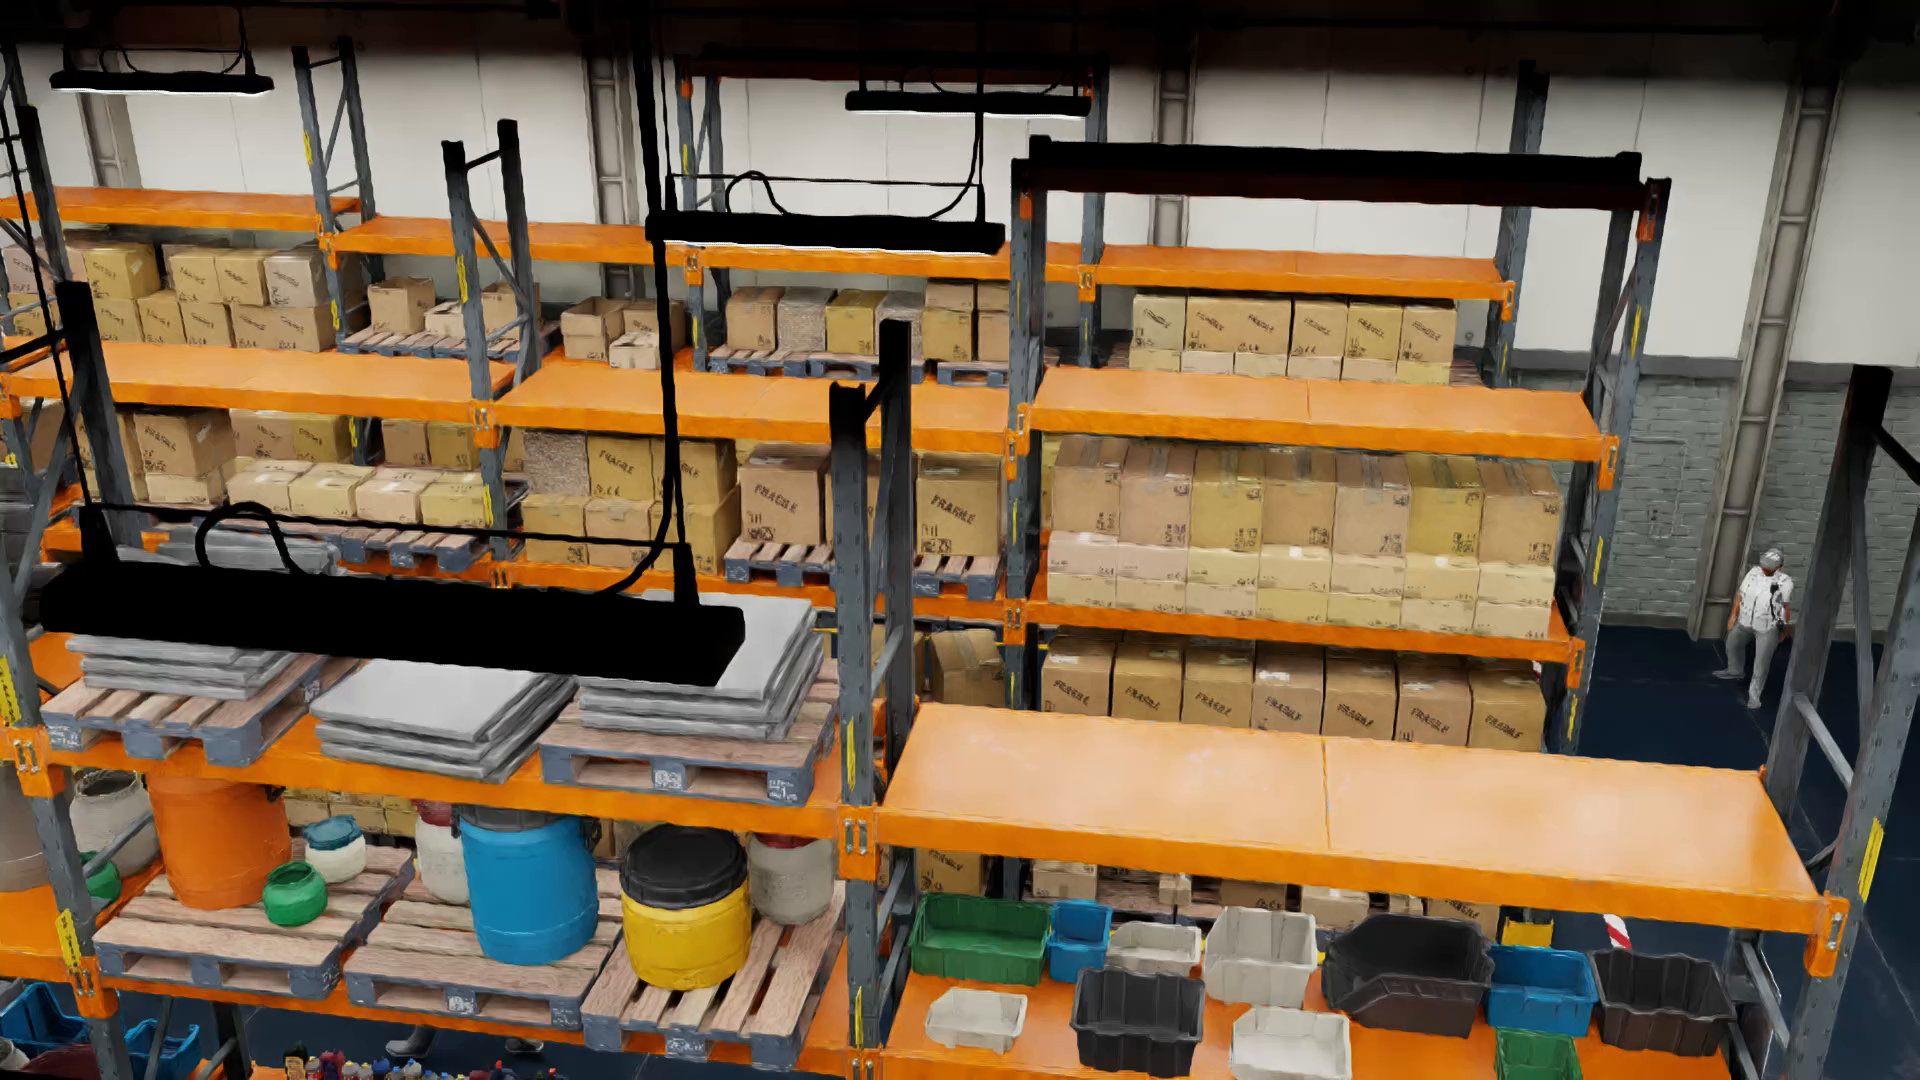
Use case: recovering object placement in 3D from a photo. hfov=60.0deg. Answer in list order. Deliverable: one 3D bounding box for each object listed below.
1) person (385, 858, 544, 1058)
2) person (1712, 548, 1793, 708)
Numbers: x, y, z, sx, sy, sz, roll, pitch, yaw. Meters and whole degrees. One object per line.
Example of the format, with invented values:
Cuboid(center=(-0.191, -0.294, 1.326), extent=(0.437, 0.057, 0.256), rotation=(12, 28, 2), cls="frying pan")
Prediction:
Cuboid(center=(-3.486, 2.889, 11.487), extent=(1.088, 1.587, 0.456), rotation=(5, 23, 11), cls="person")
Cuboid(center=(7.814, 0.788, 16.408), extent=(0.510, 1.652, 0.717), rotation=(-15, 27, -32), cls="person")
